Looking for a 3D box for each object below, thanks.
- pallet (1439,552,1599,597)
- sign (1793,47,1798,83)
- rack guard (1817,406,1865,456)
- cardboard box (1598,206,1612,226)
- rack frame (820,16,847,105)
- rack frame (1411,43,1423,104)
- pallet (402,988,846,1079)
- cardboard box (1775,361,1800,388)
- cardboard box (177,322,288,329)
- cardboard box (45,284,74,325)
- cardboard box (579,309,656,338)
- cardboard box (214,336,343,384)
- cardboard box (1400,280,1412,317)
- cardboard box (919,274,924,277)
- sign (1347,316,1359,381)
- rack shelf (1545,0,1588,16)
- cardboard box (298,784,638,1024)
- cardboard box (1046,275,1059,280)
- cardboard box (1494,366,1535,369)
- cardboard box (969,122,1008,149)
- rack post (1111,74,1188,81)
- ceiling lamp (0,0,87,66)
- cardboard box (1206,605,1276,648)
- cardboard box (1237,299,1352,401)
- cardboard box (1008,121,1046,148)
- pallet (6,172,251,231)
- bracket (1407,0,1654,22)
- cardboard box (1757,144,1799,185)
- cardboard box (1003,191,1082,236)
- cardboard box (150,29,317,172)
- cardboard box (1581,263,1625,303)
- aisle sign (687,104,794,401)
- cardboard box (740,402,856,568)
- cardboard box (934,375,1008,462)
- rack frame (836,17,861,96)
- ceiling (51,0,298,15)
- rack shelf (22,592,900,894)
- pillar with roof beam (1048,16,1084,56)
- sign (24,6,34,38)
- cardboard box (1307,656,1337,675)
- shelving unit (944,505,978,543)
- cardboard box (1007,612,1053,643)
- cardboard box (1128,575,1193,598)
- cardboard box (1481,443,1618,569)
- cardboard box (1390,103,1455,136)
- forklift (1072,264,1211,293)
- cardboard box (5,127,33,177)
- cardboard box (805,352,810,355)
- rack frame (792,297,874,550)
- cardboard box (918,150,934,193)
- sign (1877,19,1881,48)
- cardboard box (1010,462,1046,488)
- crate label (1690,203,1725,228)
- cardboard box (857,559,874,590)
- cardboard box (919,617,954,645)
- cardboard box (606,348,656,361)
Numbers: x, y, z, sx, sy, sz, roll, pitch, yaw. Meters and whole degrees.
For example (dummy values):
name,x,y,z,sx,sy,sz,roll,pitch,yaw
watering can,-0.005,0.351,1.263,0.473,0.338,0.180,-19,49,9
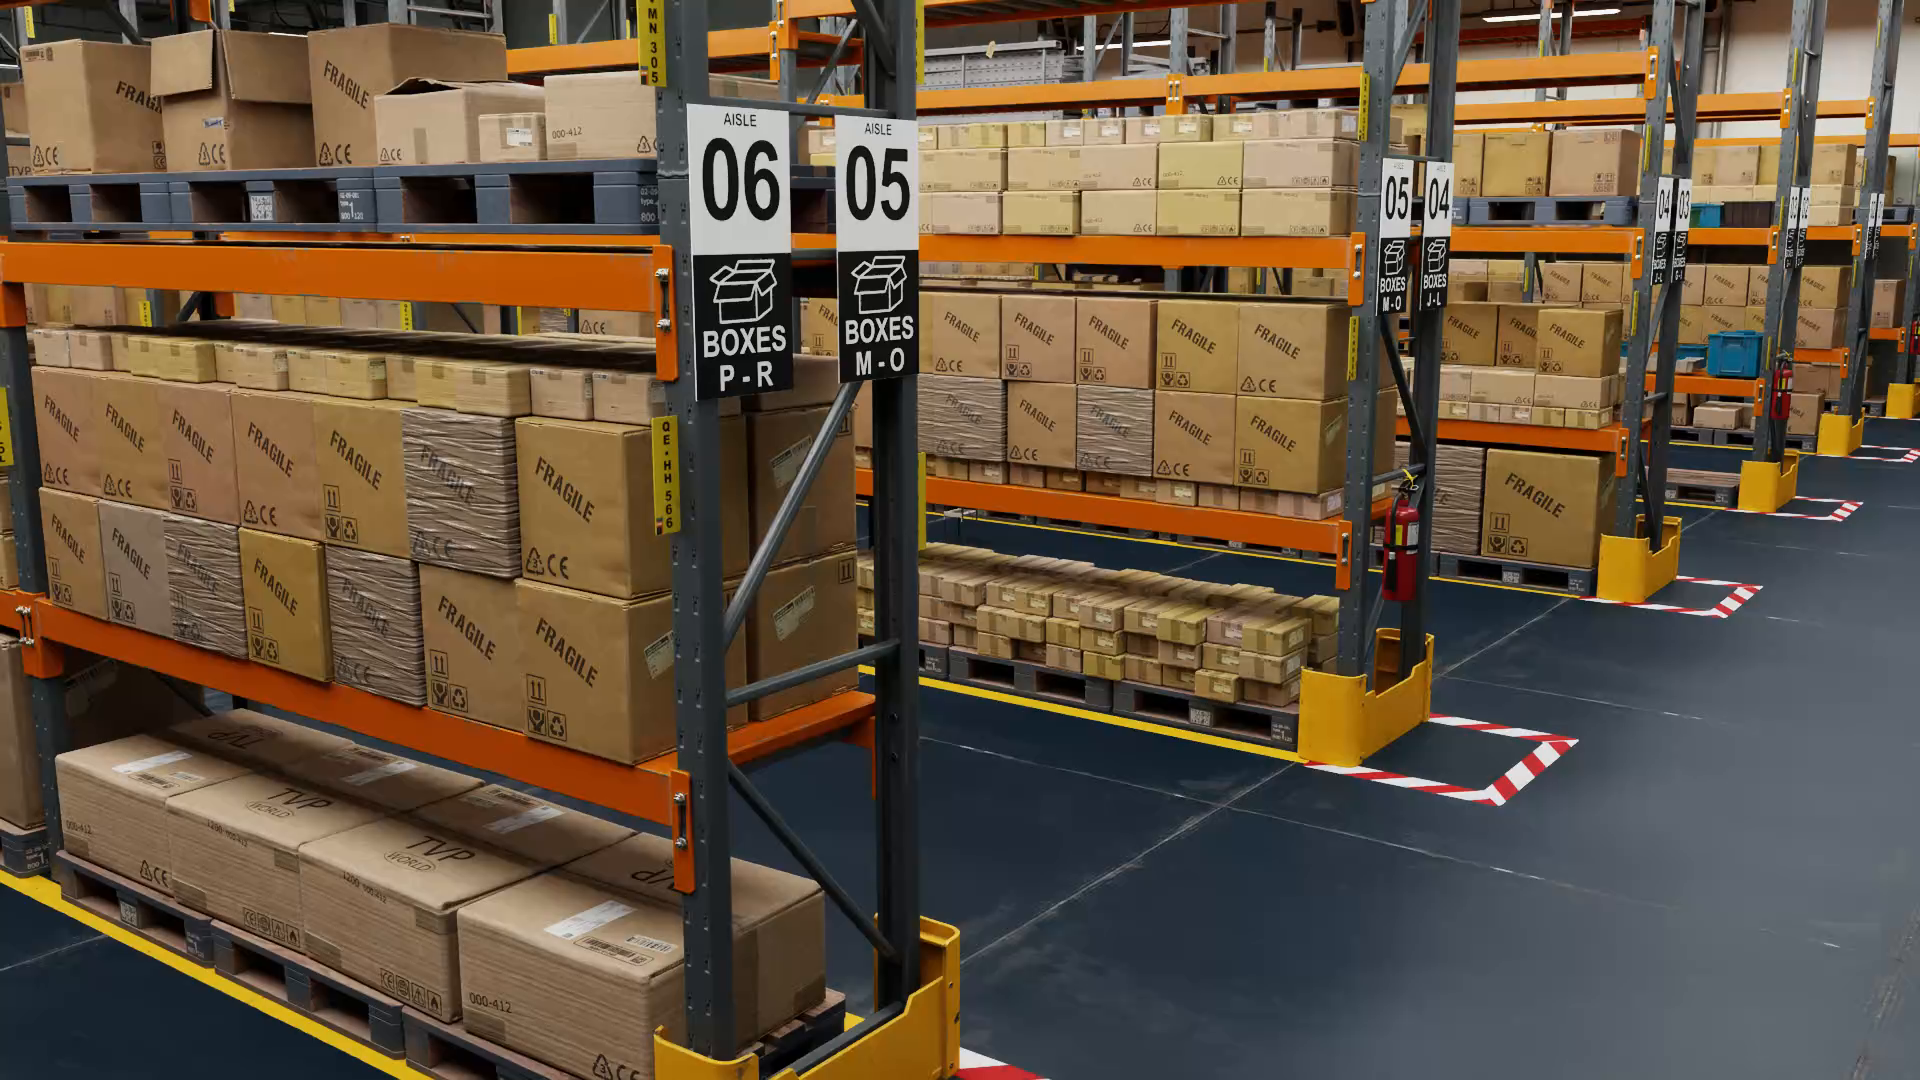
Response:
name,x,y,z,sx,sy,sz,roll,pitch,yaw
pallet,4.697,0.198,13.669,1.213,0.211,1.003,8,13,36
sign,8.007,-4.552,15.937,0.005,0.325,0.100,8,13,36
rack guard,11.193,-1.390,21.120,0.348,0.500,1.175,8,13,36
cardboard box,8.676,-4.308,22.120,0.500,0.250,0.500,8,13,36
rack frame,-1.060,-4.938,17.081,0.127,3.000,1.000,8,13,36
rack frame,7.735,-7.213,28.840,0.127,3.000,1.000,8,13,36
pallet,-1.169,1.716,5.827,1.213,0.211,1.003,8,13,36
cardboard box,12.751,-2.523,25.868,0.500,0.500,0.700,7,13,34
cardboard box,-3.117,-0.852,7.151,0.250,0.149,0.380,8,14,37
cardboard box,-8.877,-2.529,17.185,0.500,0.550,0.875,8,13,36
cardboard box,-3.727,-2.832,19.306,1.000,1.000,1.000,8,14,36
cardboard box,-2.542,-0.673,6.226,0.250,0.149,0.380,8,13,35
cardboard box,6.570,-3.503,24.091,0.500,0.500,0.700,4,12,21
cardboard box,-0.620,-4.582,29.068,0.250,0.149,0.380,7,13,34
sign,2.026,-0.986,8.567,0.005,0.325,0.100,8,13,36
rack shelf,9.642,-7.058,21.183,4.000,0.370,1.077,8,13,36
cardboard box,-1.812,1.316,6.192,0.875,0.438,0.875,8,14,37
cardboard box,1.480,-4.385,28.050,0.250,0.149,0.380,8,13,35
cardboard box,4.738,-1.318,13.777,0.500,0.250,0.500,8,13,35
cardboard box,0.268,-2.410,9.941,0.250,0.149,0.380,9,14,38
rack post,2.480,-5.584,20.619,0.937,0.300,0.954,8,13,36
ceiling lamp,-18.640,-11.063,33.373,0.800,3.185,2.000,8,13,36
cardboard box,1.625,0.499,9.608,0.250,0.149,0.380,8,14,37
cardboard box,1.854,-1.044,9.071,0.500,0.500,0.500,8,13,34
cardboard box,0.487,-2.382,9.799,0.250,0.149,0.380,7,13,34
pallet,-3.049,-1.361,6.723,1.213,0.211,1.003,8,13,36
bracket,9.401,-8.868,27.918,4.783,0.066,0.076,8,13,36
cardboard box,10.478,-4.746,21.092,0.500,0.500,0.700,8,13,36
cardboard box,0.600,-1.925,9.802,0.500,0.250,0.500,9,14,38
cardboard box,-2.596,-1.657,6.381,0.637,0.503,0.797,9,14,40
cardboard box,8.660,-3.445,22.262,0.500,0.500,0.500,7,13,34
aisle sign,-0.604,-0.796,4.625,0.004,0.787,0.394,8,13,36
cardboard box,-0.696,-0.213,5.559,0.500,0.500,0.500,8,13,34
cardboard box,0.184,-0.779,10.332,0.500,0.500,0.500,8,13,34
rack frame,-1.353,-6.146,23.324,0.127,3.000,1.000,8,13,36
ceiling,-22.510,-15.774,49.402,6.000,0.001,6.000,8,13,36
rack shelf,-2.090,0.553,6.390,4.000,0.370,1.077,8,13,36
pillar with roof beam,-0.185,-7.507,30.360,0.548,9.000,9.100,8,13,36
sign,-10.193,-5.668,18.188,0.005,0.325,0.100,8,13,36
cardboard box,2.138,0.741,9.924,0.250,0.149,0.380,8,14,37
shelving unit,0.007,-0.441,15.160,0.210,0.900,0.258,8,13,36
cardboard box,0.497,0.514,10.312,0.250,0.149,0.380,8,14,36
cardboard box,1.262,0.337,10.443,0.250,0.149,0.380,9,14,38
cardboard box,4.824,-0.315,13.472,0.875,0.875,0.875,8,13,36
cardboard box,3.765,-3.467,13.768,0.500,0.250,0.500,7,13,34
forklift,1.868,-2.016,17.956,3.031,2.935,1.130,9,14,38
cardboard box,-4.537,-1.727,7.513,0.500,0.311,0.500,8,13,36
cardboard box,-0.899,-1.284,11.980,0.250,0.149,0.380,9,14,38
rack frame,-0.854,-0.795,11.460,0.127,3.000,1.000,8,13,36
cardboard box,-0.209,-2.291,10.378,0.500,0.250,0.500,8,13,35
sign,10.909,-6.008,19.737,0.005,0.325,0.100,8,13,36
cardboard box,0.515,-0.426,10.214,0.250,0.149,0.380,9,14,38
crate label,7.767,-3.404,17.442,0.502,0.251,0.408,8,13,36
cardboard box,-0.512,0.217,11.063,0.250,0.149,0.380,9,14,38
cardboard box,-0.071,0.560,10.859,0.250,0.149,0.380,8,13,34
cardboard box,-0.995,-0.582,5.756,0.250,0.149,0.380,8,14,37
